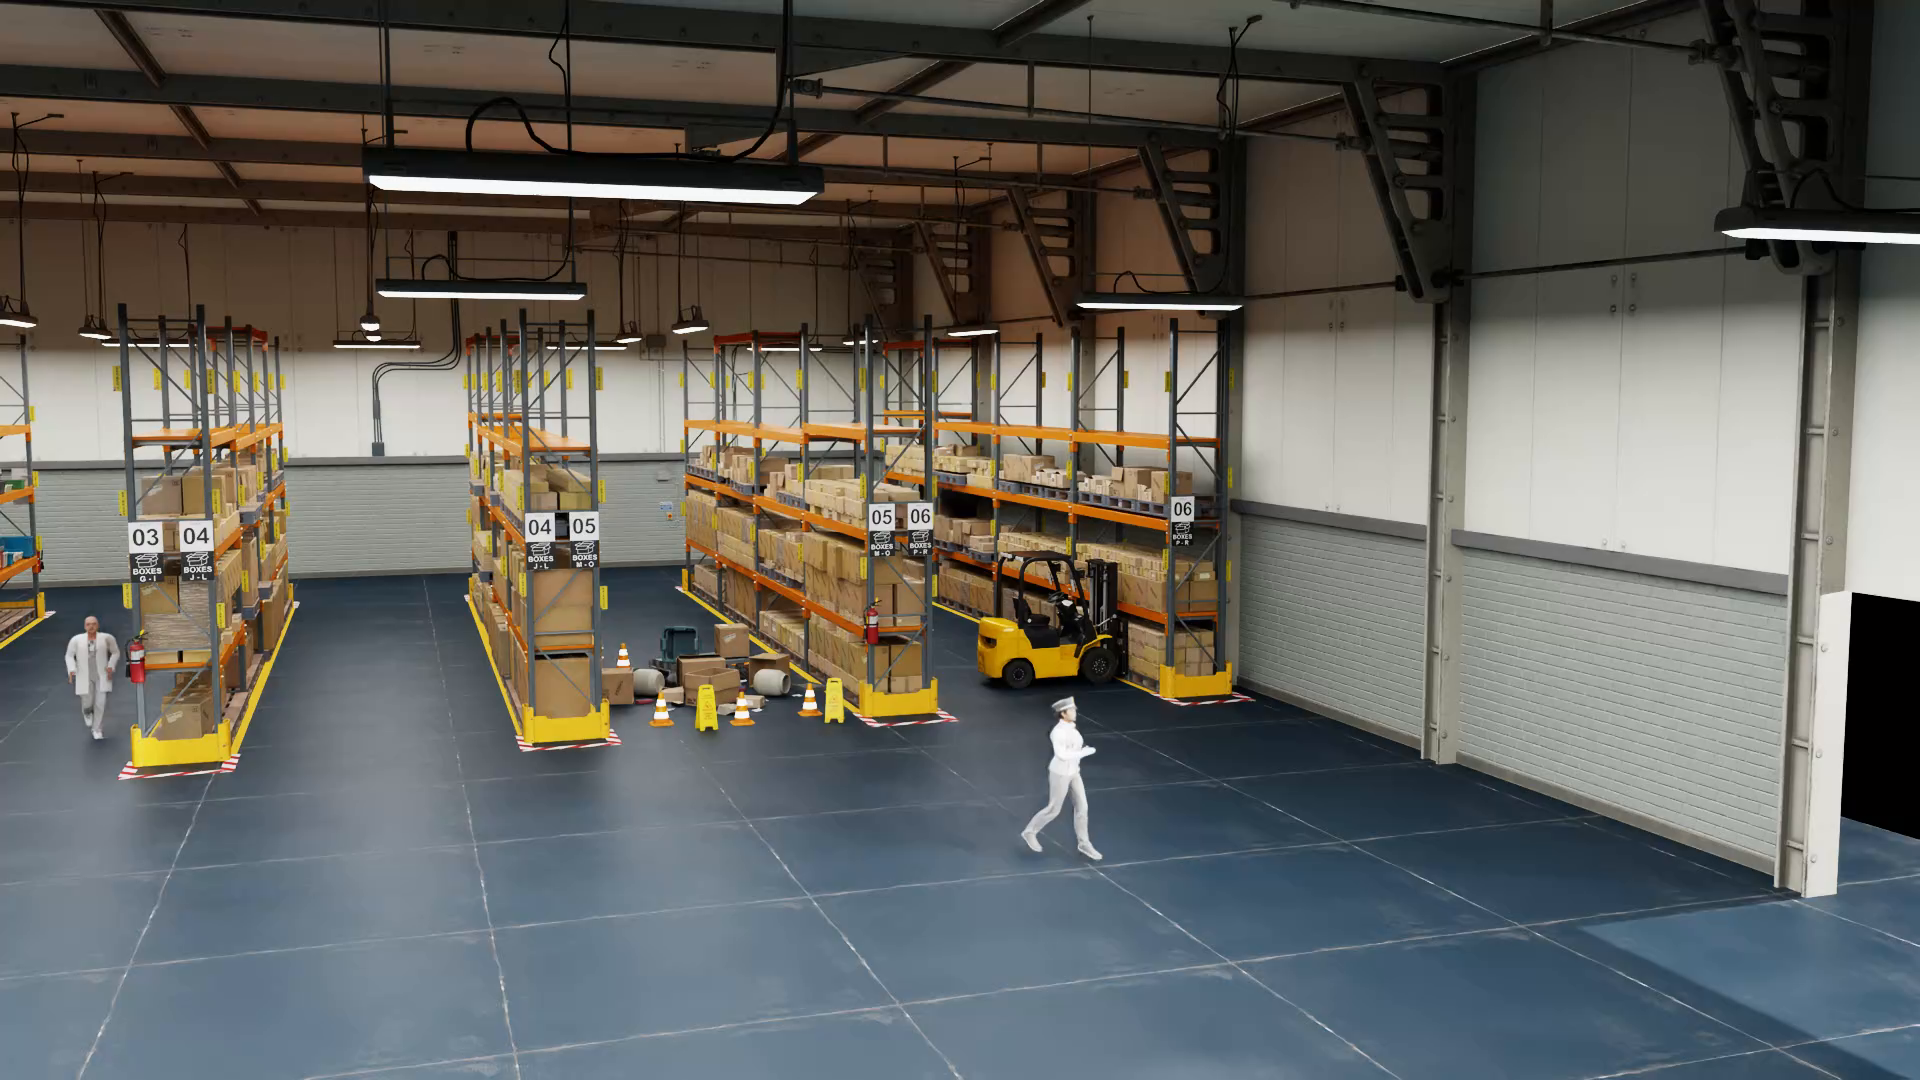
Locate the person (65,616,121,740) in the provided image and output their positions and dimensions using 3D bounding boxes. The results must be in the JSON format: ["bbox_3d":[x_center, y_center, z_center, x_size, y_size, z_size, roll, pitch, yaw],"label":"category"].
[{"bbox_3d":[-12.230,1.923,23.486,0.695,1.727,0.672,-3,6,-27],"label":"person"}]

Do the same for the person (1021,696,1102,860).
[{"bbox_3d":[1.071,2.488,17.481,0.867,1.717,0.629,2,6,24],"label":"person"}]
